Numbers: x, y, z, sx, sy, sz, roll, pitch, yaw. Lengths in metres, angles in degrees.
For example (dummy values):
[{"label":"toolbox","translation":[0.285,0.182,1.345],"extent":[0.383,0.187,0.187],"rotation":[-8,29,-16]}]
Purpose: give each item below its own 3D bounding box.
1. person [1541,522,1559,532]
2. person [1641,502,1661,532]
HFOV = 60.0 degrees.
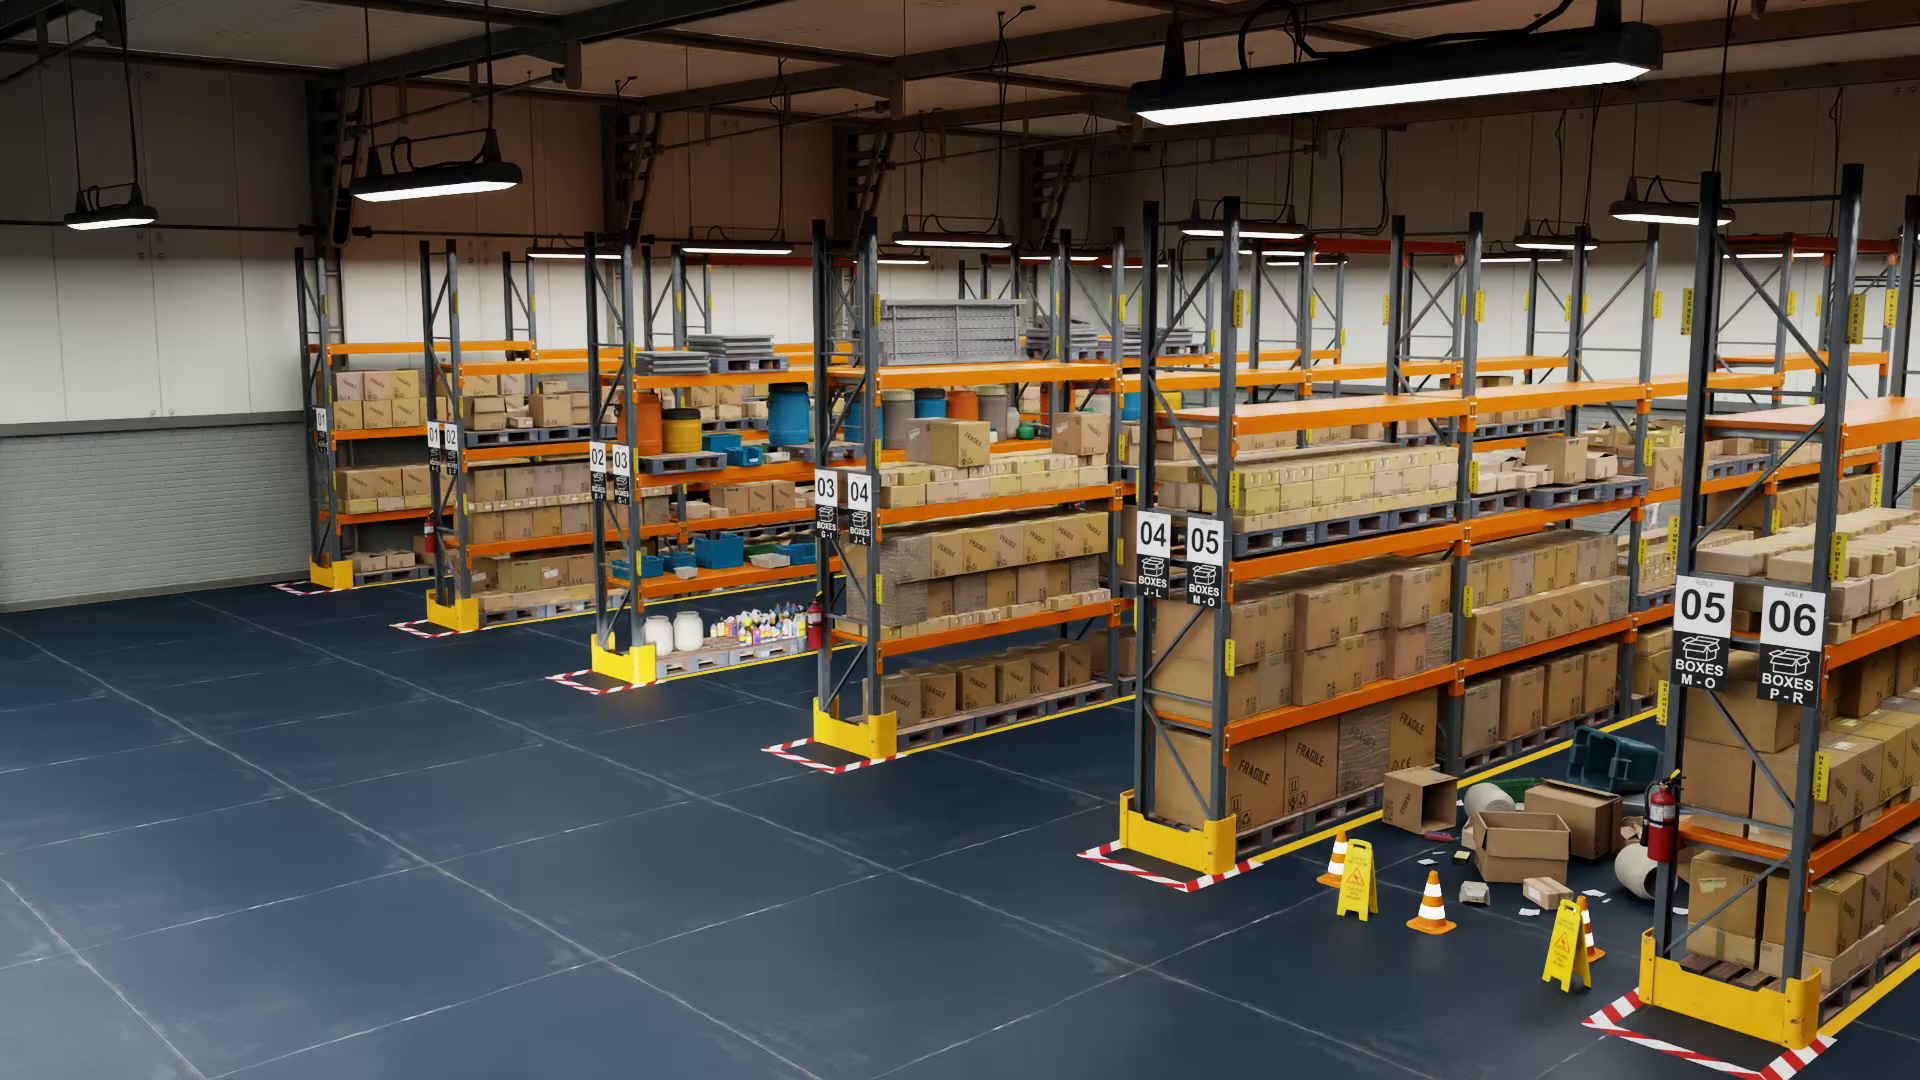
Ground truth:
[{"label":"person","translation":[9.448,0.443,26.670],"extent":[0.439,1.620,1.020],"rotation":[8,12,44]},{"label":"person","translation":[12.969,-0.204,31.212],"extent":[0.423,1.575,0.428],"rotation":[0,8,3]}]
